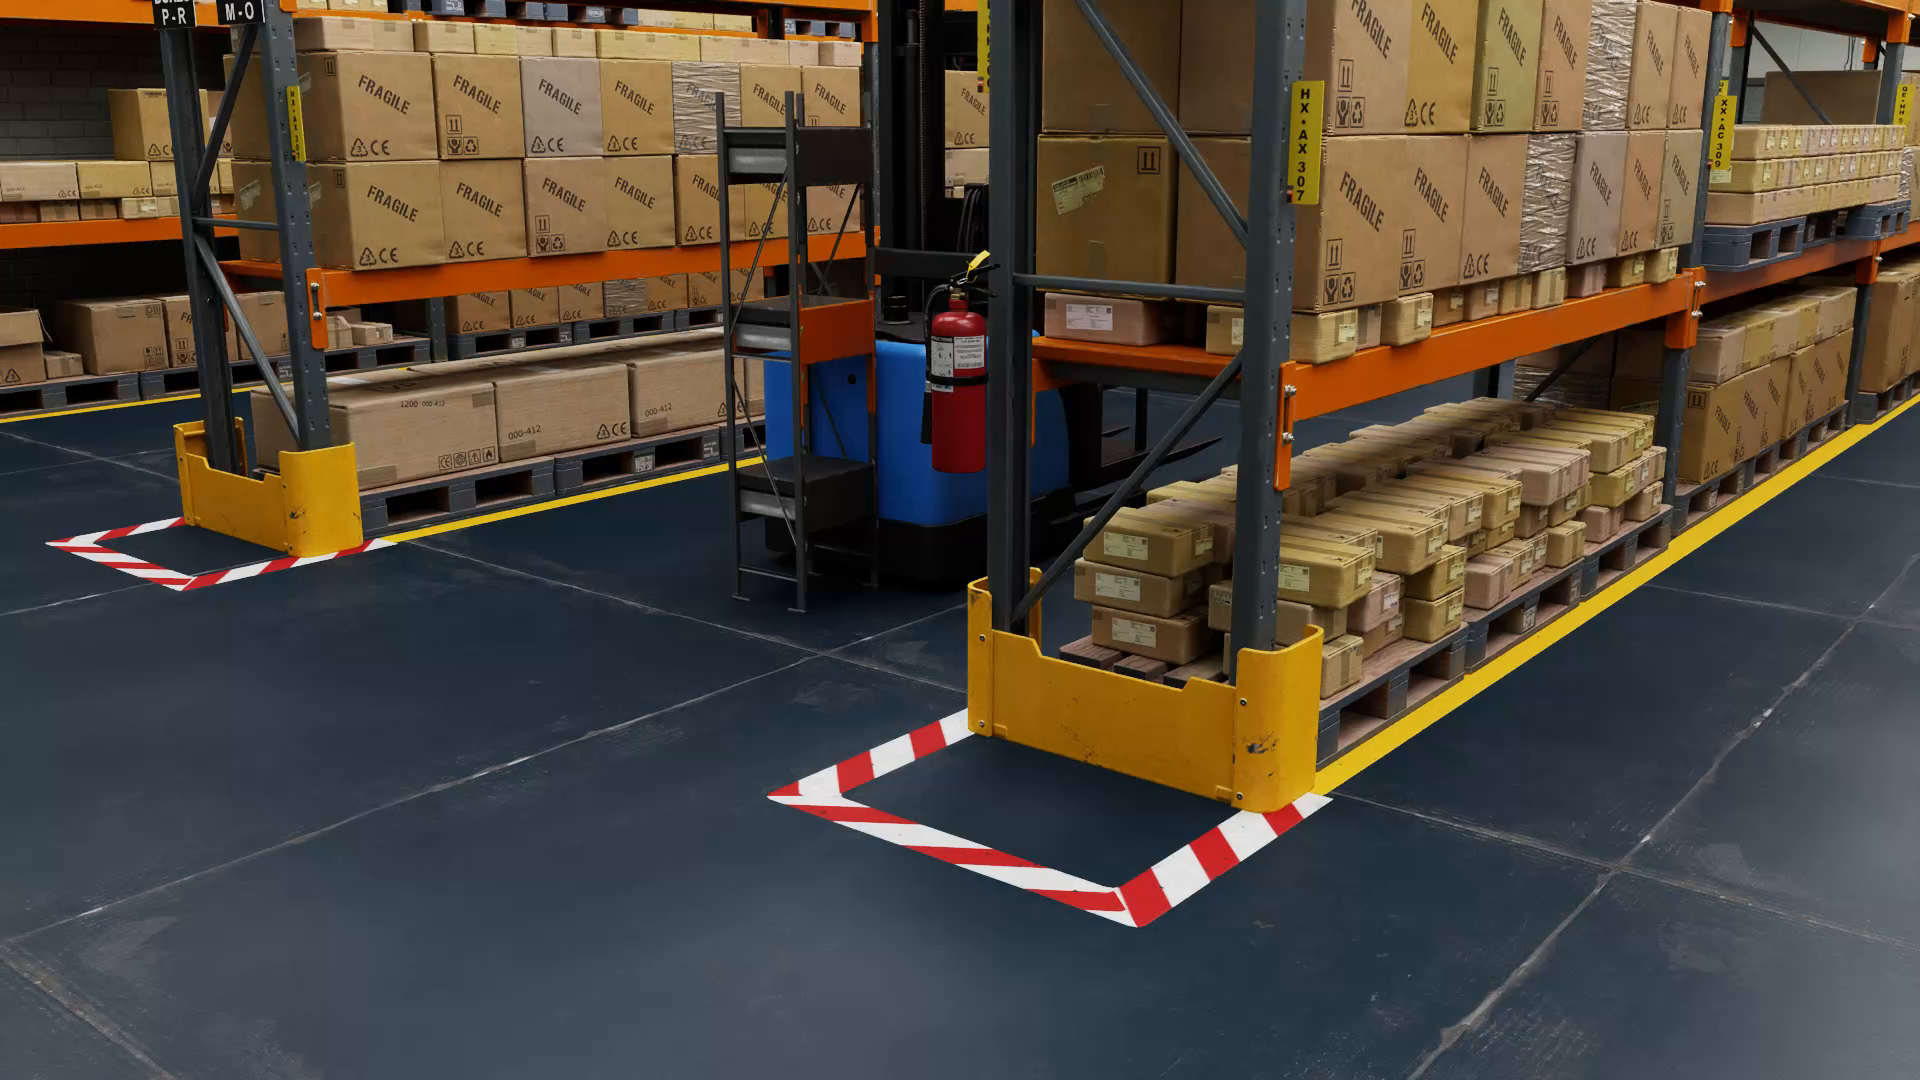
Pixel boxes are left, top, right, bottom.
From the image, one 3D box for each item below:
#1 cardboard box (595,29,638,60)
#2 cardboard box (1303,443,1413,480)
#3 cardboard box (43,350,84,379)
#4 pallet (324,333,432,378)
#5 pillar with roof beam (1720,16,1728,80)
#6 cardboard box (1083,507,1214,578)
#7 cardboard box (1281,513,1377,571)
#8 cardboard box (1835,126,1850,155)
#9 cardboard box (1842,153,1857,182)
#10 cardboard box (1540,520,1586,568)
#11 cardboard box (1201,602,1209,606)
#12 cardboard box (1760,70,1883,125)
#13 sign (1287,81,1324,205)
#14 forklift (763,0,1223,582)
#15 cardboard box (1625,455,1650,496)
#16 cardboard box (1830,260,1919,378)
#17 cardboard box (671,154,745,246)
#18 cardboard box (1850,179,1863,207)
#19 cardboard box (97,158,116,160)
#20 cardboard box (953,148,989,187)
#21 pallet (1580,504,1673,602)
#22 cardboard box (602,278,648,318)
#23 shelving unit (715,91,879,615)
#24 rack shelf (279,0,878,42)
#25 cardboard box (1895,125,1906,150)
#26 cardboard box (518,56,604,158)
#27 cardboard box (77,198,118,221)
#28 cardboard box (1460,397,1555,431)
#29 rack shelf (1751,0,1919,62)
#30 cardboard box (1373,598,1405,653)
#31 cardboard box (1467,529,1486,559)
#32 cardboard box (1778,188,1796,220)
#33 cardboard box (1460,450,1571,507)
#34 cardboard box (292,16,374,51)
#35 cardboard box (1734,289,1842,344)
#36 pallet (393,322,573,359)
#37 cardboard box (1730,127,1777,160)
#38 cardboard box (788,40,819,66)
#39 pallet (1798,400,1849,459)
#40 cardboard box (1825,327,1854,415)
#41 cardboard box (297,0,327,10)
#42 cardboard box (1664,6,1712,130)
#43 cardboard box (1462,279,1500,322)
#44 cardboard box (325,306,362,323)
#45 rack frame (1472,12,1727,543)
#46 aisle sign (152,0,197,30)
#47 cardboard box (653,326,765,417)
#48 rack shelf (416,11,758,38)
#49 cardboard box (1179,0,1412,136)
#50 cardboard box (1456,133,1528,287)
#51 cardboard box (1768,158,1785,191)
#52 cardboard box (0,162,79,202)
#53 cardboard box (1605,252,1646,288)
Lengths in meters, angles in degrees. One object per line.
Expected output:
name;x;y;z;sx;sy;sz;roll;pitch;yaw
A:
cardboard box;-1.954;-2.654;8.928;0.380;0.149;0.250;11;18;36
cardboard box;1.648;-0.292;6.907;0.380;0.149;0.250;11;18;38
cardboard box;-6.507;-1.258;11.921;0.380;0.149;0.250;10;18;35
pallet;-5.181;-1.542;13.764;1.003;0.211;1.213;11;18;38
pillar with roof beam;23.858;-13.316;42.263;9.100;9.000;0.400;11;18;38
cardboard box;0.650;0.005;5.741;0.380;0.149;0.250;12;18;38
cardboard box;1.187;0.026;5.657;0.380;0.149;0.250;12;18;39
cardboard box;4.612;-2.185;9.081;0.380;0.149;0.250;12;19;39
cardboard box;4.777;-2.090;9.312;0.380;0.149;0.250;12;18;39
cardboard box;2.396;-0.006;6.993;0.380;0.149;0.250;11;18;37
cardboard box;0.766;0.236;6.041;0.380;0.149;0.250;12;19;39
cardboard box;5.832;-2.894;11.190;0.700;0.500;0.500;11;18;37
sign;0.936;-1.080;4.525;0.100;0.325;0.005;11;18;38
forklift;0.362;-1.545;8.253;1.130;2.935;3.031;10;17;34
cardboard box;2.917;-0.313;7.597;0.380;0.149;0.250;10;17;35
cardboard box;6.542;-1.661;12.284;1.050;0.750;0.750;12;18;38
cardboard box;-1.602;-1.979;9.620;0.500;0.500;0.500;11;18;37
cardboard box;4.943;-1.997;9.550;0.380;0.149;0.250;10;18;35
cardboard box;-6.211;-2.752;12.565;0.500;0.250;0.500;11;18;37
cardboard box;-0.084;-2.572;11.444;0.500;0.250;0.500;12;18;38
pallet;2.633;-0.025;7.793;1.003;0.211;1.213;11;18;38
cardboard box;-3.295;-2.371;15.589;0.500;0.500;0.500;10;18;36
shelving unit;-0.665;-0.786;6.953;0.431;2.100;0.503;10;17;34
rack shelf;-2.143;-2.979;9.128;1.077;0.370;4.000;11;18;38
cardboard box;5.591;-2.482;10.250;0.380;0.149;0.250;10;18;35
cardboard box;-2.240;-2.272;8.741;0.500;0.500;0.500;11;18;37
cardboard box;-6.212;-2.360;11.830;0.380;0.149;0.250;12;18;38
cardboard box;2.650;-0.587;8.070;0.380;0.149;0.250;12;19;40
rack shelf;6.799;-3.765;12.220;1.077;0.370;4.000;11;18;38
cardboard box;1.344;0.271;5.900;0.380;0.149;0.250;12;18;38
cardboard box;1.821;-0.032;6.489;0.380;0.149;0.250;12;19;40
cardboard box;3.963;-1.698;8.372;0.380;0.149;0.250;11;18;38
cardboard box;2.244;-0.251;6.749;0.380;0.149;0.250;10;18;36
cardboard box;-2.961;-2.364;7.785;0.380;0.149;0.250;12;18;39
cardboard box;5.007;-1.362;10.094;0.500;0.250;0.500;12;18;38
pallet;-4.267;-1.835;14.917;1.003;0.211;1.213;11;18;38
cardboard box;3.633;-1.885;7.900;0.380;0.149;0.250;12;19;40
cardboard box;-1.082;-2.963;10.143;0.380;0.149;0.250;12;18;39
pallet;5.050;-0.776;10.748;1.003;0.211;1.213;11;18;38
cardboard box;5.332;-1.102;10.594;0.500;0.500;0.500;11;18;37
cardboard box;-5.077;-4.146;12.768;0.380;0.149;0.250;12;19;39
cardboard box;2.943;-2.056;7.286;0.500;0.500;0.500;10;18;36
cardboard box;1.734;-0.894;6.062;0.380;0.149;0.250;11;18;36
cardboard box;-5.348;-1.835;13.863;0.500;0.311;0.500;12;19;39
rack frame;3.028;-1.511;7.977;1.000;3.000;0.127;11;18;38
aisle sign;-3.686;-2.785;7.716;0.394;0.787;0.004;11;18;38
cardboard box;-1.364;-1.115;10.772;0.875;0.438;0.875;11;18;37
rack shelf;-3.492;-4.513;15.164;1.077;0.370;4.000;11;18;38
cardboard box;1.003;-1.467;4.967;0.500;0.500;0.500;11;18;37
cardboard box;1.645;-1.179;5.864;0.500;0.500;0.500;12;18;38
cardboard box;3.795;-1.791;8.133;0.380;0.149;0.250;11;18;36
cardboard box;-6.451;-2.472;11.462;0.500;0.250;0.500;12;18;38
cardboard box;2.739;-1.190;7.225;0.380;0.149;0.250;12;19;40
